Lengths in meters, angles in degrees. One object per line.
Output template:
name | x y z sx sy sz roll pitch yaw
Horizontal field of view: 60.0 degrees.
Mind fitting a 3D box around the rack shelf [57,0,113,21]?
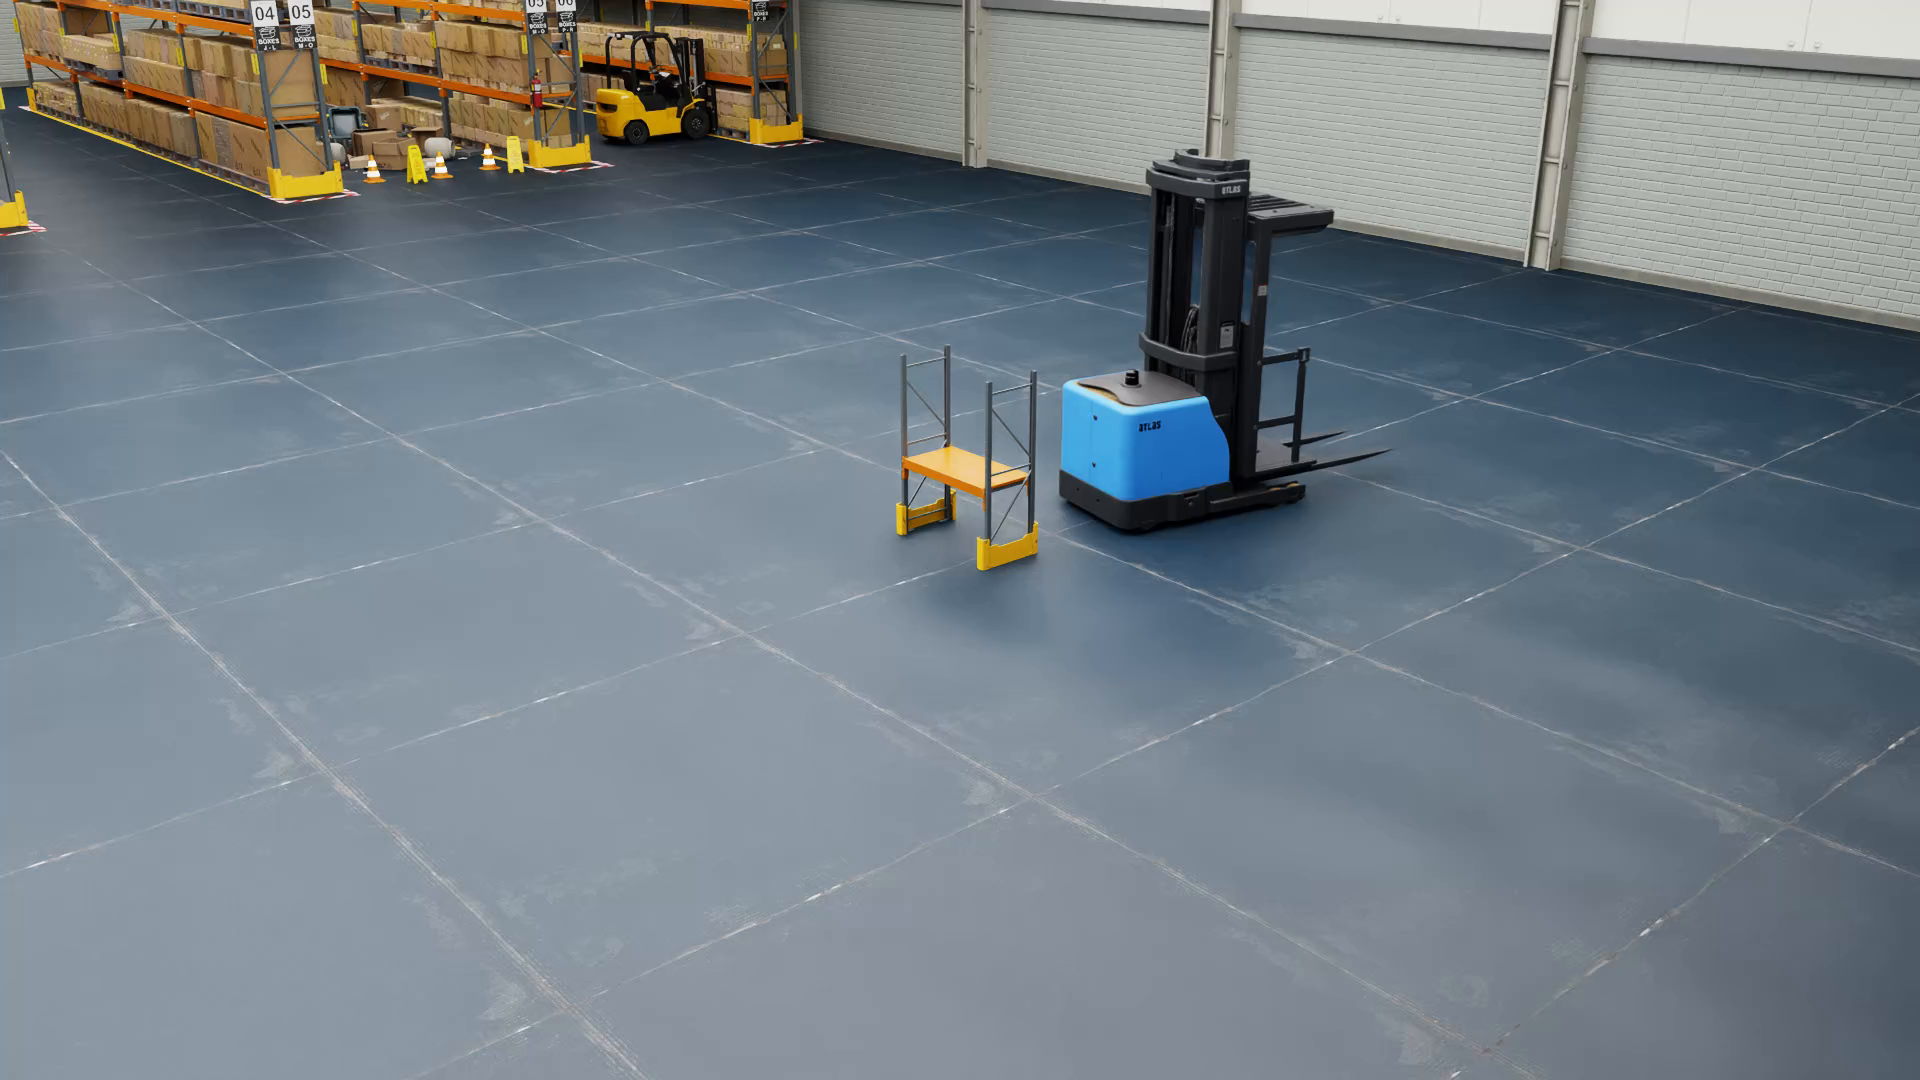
rack shelf | -17.823 -11.211 34.867 1.077 0.370 4.000 -17 27 -37

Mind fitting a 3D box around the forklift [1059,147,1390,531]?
forklift | 2.389 -1.808 14.081 3.031 2.935 1.130 -12 24 -27

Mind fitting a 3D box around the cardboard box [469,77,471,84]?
cardboard box | -9.527 -9.151 33.079 0.380 0.149 0.250 -18 27 -38

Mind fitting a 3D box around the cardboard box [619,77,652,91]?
cardboard box | -7.315 -10.328 38.420 0.875 0.625 0.625 -18 28 -38

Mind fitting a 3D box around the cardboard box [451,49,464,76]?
cardboard box | -9.802 -9.562 33.238 0.500 0.500 0.500 -18 27 -38

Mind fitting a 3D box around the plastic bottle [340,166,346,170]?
plastic bottle | -11.654 -6.964 31.182 0.133 0.061 0.283 12 24 27

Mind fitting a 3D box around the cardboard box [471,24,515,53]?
cardboard box | -9.067 -9.761 32.377 0.700 0.500 0.500 -18 27 -38

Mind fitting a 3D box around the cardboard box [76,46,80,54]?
cardboard box | -18.533 -10.412 35.316 0.380 0.149 0.250 -16 27 -35

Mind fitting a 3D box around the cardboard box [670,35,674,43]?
cardboard box | -6.095 -10.942 36.280 0.380 0.149 0.250 -18 27 -38

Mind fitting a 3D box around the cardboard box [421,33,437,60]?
cardboard box | -10.698 -10.151 34.168 0.500 0.500 0.500 -18 28 -38

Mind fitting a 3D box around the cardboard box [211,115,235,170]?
cardboard box | -12.958 -7.259 30.242 0.875 0.875 0.875 -17 27 -37

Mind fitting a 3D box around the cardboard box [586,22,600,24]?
cardboard box | -8.710 -12.292 39.729 0.380 0.149 0.250 -16 27 -36

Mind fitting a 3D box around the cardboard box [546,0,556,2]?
cardboard box | -7.738 -10.260 31.252 0.500 0.250 0.500 -18 28 -38

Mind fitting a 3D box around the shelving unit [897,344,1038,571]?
shelving unit | 0.050 -0.677 13.157 0.587 1.500 1.083 -17 27 -37

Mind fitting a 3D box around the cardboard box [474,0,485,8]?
cardboard box | -9.093 -10.318 31.946 0.380 0.149 0.250 -18 28 -38

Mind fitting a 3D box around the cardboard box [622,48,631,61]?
cardboard box | -7.325 -11.025 37.725 0.500 0.250 0.500 -18 27 -38

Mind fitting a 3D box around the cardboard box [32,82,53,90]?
cardboard box | -21.655 -10.726 39.274 0.380 0.149 0.250 -19 28 -40

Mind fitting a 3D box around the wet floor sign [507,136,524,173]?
wet floor sign | -8.299 -7.189 30.954 0.267 0.644 0.232 -8 23 -19

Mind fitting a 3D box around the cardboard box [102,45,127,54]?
cardboard box | -17.185 -9.978 33.800 0.380 0.149 0.250 -19 28 -39

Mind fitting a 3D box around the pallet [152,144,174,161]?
pallet | -15.268 -7.725 32.919 1.003 0.211 1.213 -17 27 -37

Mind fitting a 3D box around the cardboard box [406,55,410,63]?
cardboard box | -11.423 -10.138 35.023 0.380 0.149 0.250 -17 27 -37

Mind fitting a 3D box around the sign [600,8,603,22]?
sign | -8.658 -12.658 40.100 0.100 0.325 0.005 -17 27 -37

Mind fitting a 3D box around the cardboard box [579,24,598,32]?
cardboard box | -8.729 -12.037 39.078 0.380 0.149 0.250 -17 27 -36

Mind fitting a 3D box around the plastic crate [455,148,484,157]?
plastic crate | -9.819 -7.709 33.057 0.583 0.080 0.402 12 24 27

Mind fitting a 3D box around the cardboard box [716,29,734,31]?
cardboard box | -5.075 -10.912 35.797 0.380 0.149 0.250 -16 27 -36

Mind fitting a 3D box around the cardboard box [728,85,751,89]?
cardboard box | -4.672 -9.612 35.735 0.500 0.250 0.500 -18 27 -38

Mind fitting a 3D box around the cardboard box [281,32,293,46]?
cardboard box | -15.941 -12.022 39.927 0.500 0.500 0.500 -17 27 -37

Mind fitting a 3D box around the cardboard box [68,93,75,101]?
cardboard box | -19.755 -9.944 37.278 0.380 0.149 0.250 -17 27 -37

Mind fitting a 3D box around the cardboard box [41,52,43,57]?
cardboard box | -21.013 -11.255 38.451 0.380 0.149 0.250 -18 28 -38

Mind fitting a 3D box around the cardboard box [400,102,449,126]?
cardboard box | -11.494 -9.203 35.896 0.950 0.372 0.625 -16 27 -36

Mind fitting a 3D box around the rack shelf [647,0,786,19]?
rack shelf | -5.159 -11.389 35.323 1.077 0.370 4.000 -17 27 -37

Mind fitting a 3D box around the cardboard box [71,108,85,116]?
cardboard box | -19.643 -9.597 37.207 0.380 0.149 0.250 -17 27 -37

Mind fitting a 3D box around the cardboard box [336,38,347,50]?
cardboard box | -13.680 -11.180 37.435 0.500 0.250 0.500 -18 28 -39

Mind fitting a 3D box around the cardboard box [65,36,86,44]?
cardboard box | -19.034 -10.763 35.804 0.380 0.149 0.250 -17 27 -36

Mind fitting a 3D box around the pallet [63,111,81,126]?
pallet | -19.594 -9.580 37.655 1.003 0.211 1.213 -17 27 -37

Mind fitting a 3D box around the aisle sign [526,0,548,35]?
aisle sign | -7.791 -9.717 30.615 0.394 0.787 0.004 -17 27 -37

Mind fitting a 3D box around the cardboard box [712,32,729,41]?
cardboard box | -4.984 -10.570 34.923 0.380 0.149 0.250 -17 27 -36

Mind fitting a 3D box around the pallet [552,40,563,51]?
pallet | -9.572 -12.067 40.442 1.213 0.211 1.003 -17 27 -37

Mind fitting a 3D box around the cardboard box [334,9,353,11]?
cardboard box | -14.304 -12.070 38.681 0.500 0.500 0.500 -16 27 -36

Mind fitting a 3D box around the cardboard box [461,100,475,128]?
cardboard box | -9.684 -8.590 33.468 0.500 0.500 0.500 -16 27 -35

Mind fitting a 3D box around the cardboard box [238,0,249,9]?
cardboard box | -11.770 -8.919 27.662 0.380 0.149 0.250 -18 27 -38

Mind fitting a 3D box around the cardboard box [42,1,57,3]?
cardboard box | -21.253 -12.390 39.089 0.500 0.500 0.500 -18 28 -38

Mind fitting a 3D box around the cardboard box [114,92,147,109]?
cardboard box | -17.163 -9.104 34.438 0.500 0.250 0.500 -18 28 -39

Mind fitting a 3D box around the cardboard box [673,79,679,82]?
cardboard box | -6.387 -10.053 36.861 0.500 0.250 0.500 -18 28 -38

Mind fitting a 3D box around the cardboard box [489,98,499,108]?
cardboard box | -8.955 -8.547 32.470 0.380 0.149 0.250 -16 27 -35

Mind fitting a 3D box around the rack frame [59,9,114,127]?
rack frame | -19.129 -10.702 36.694 1.000 3.000 0.127 -17 27 -37

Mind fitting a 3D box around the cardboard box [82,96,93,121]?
cardboard box | -18.848 -9.466 36.391 0.500 0.500 0.500 -16 27 -35

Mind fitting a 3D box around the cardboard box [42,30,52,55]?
cardboard box | -20.320 -11.235 37.510 0.500 0.500 0.500 -18 27 -38

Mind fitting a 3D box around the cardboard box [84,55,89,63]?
cardboard box | -18.202 -10.132 35.008 0.380 0.149 0.250 -19 28 -40

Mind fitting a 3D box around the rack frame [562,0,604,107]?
rack frame | -9.076 -11.985 39.972 1.000 3.000 0.127 -17 27 -37

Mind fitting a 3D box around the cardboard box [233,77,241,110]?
cardboard box | -12.218 -7.879 29.282 0.875 0.550 0.550 -17 27 -37

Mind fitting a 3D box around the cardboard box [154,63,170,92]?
cardboard box | -15.110 -8.898 31.951 0.500 0.500 0.500 -17 27 -37
